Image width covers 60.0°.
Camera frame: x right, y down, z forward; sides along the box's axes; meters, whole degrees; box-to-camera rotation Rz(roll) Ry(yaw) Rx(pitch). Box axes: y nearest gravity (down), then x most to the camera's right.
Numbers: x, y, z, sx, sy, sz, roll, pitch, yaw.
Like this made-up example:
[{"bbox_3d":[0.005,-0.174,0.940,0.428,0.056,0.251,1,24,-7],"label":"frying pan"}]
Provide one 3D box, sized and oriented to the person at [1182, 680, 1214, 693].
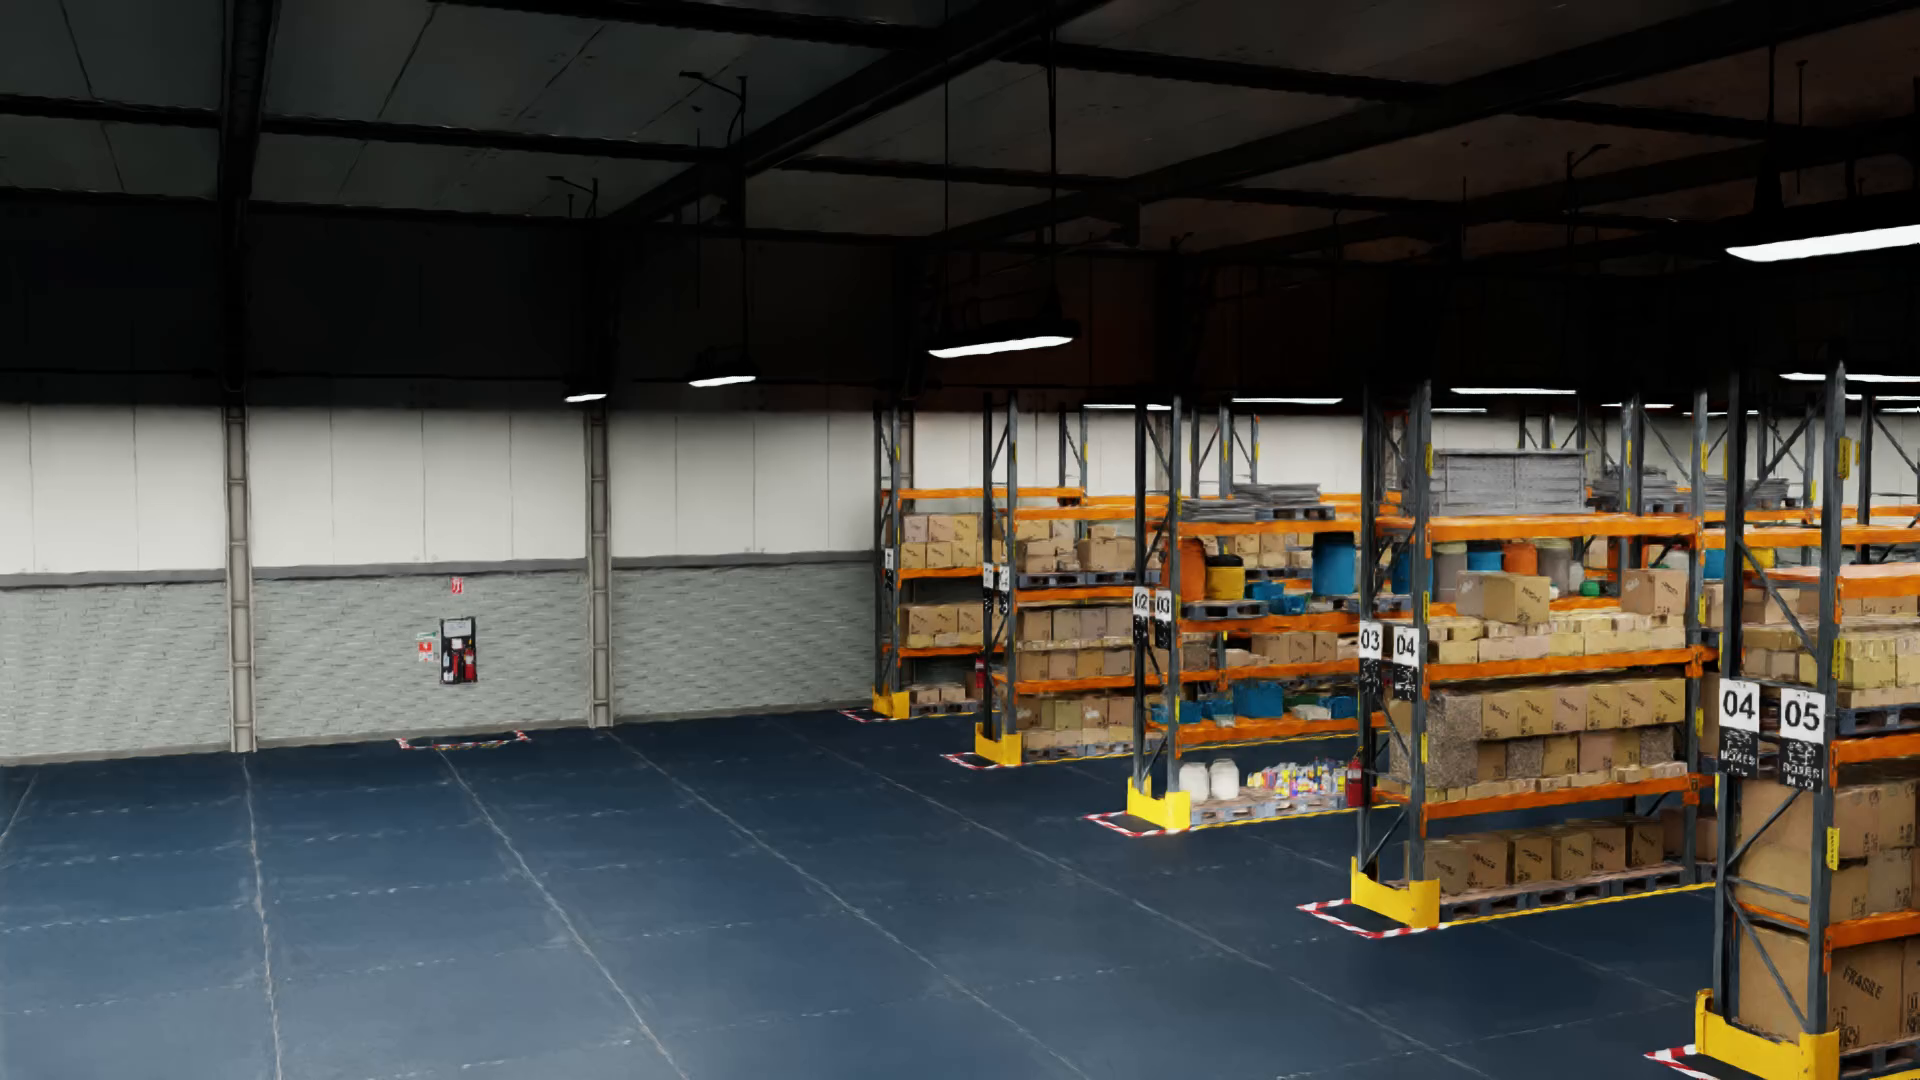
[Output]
[{"bbox_3d":[4.465,2.530,31.556,1.094,1.565,0.481,-1,4,-21],"label":"person"}]
